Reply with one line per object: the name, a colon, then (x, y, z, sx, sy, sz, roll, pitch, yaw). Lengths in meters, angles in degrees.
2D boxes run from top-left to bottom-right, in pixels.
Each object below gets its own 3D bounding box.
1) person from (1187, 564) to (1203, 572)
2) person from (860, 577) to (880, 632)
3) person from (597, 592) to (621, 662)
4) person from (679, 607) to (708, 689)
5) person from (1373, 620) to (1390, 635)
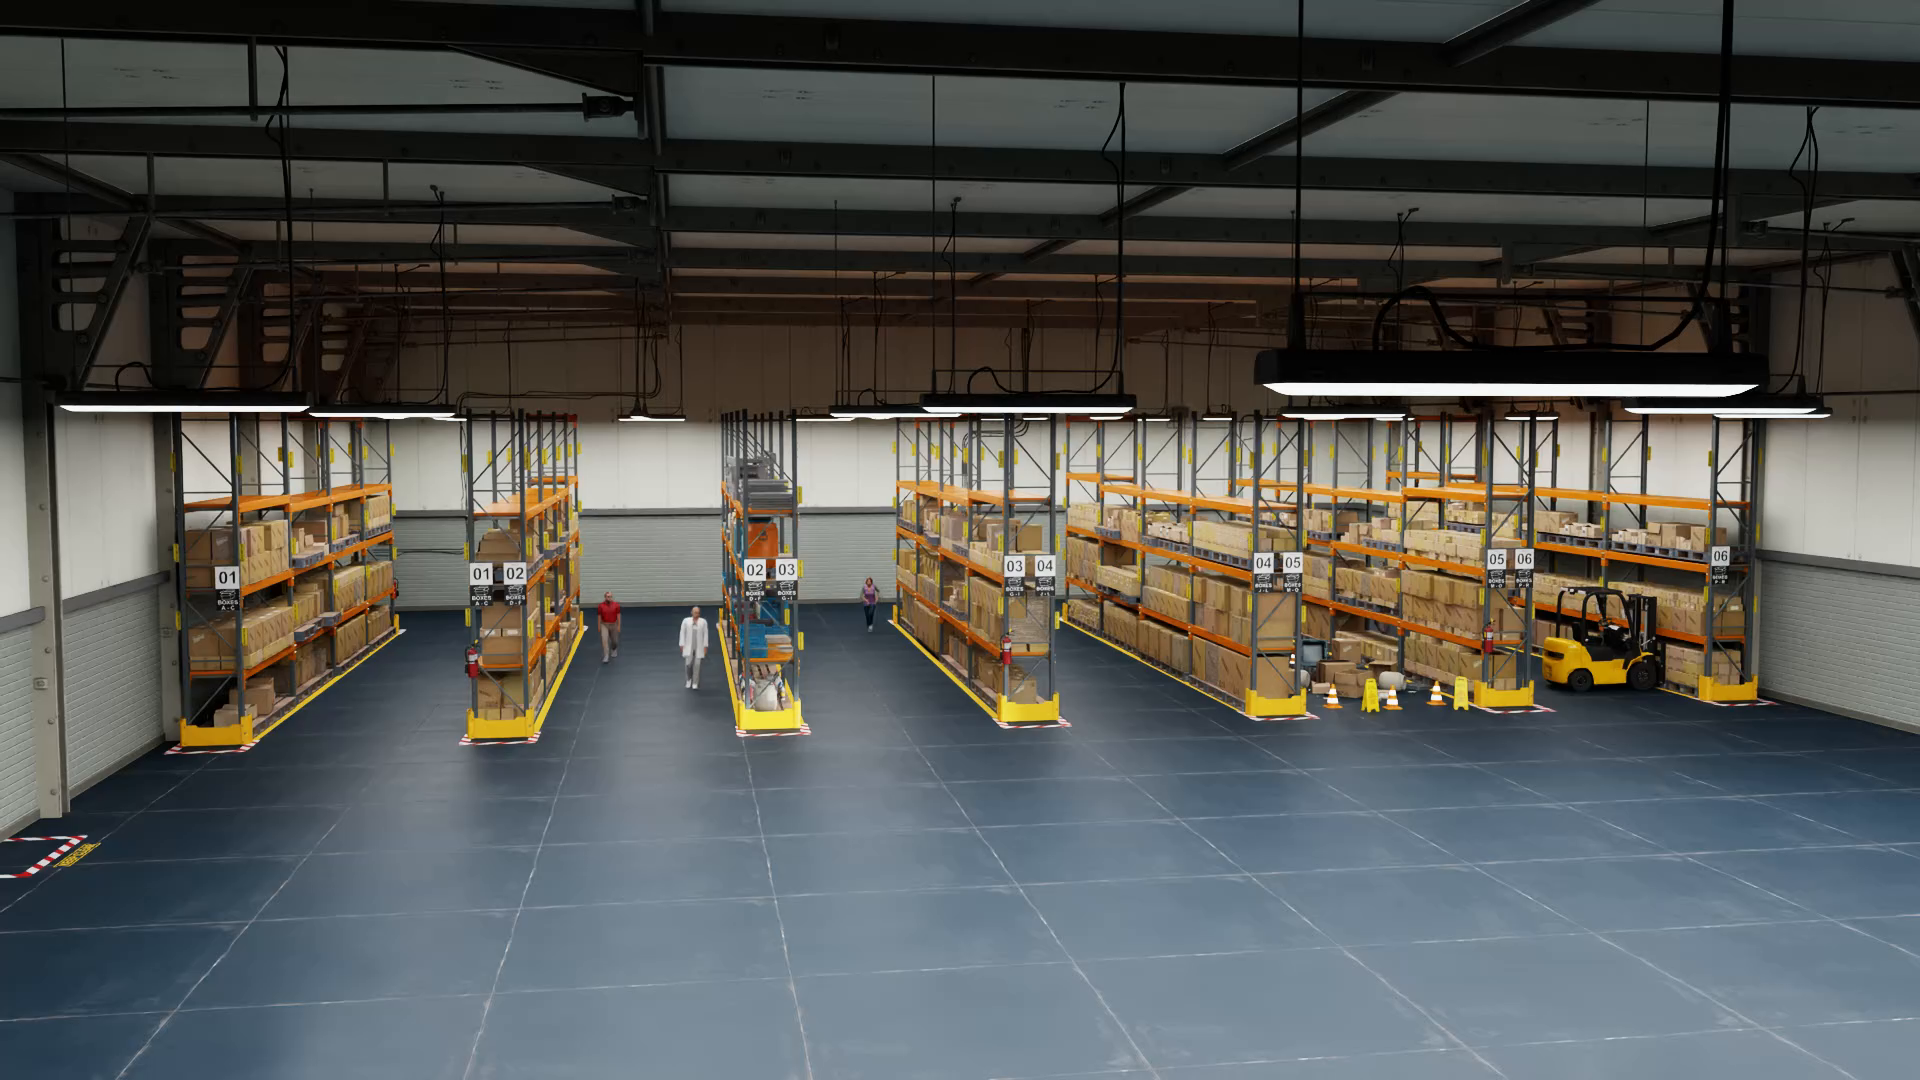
person: (7.547, 1.115, 53.206, 0.551, 1.775, 0.752, 3, 5, 38)
person: (-2.474, 1.766, 45.627, 0.541, 1.516, 0.794, 0, 4, 2)
person: (-8.465, 2.075, 40.114, 0.544, 1.674, 0.972, -1, 4, -11)
person: (-5.747, 2.329, 35.918, 0.621, 1.786, 0.510, -1, 4, -14)
person: (11.348, 1.769, 44.540, 0.567, 1.748, 0.390, -3, 5, -37)
